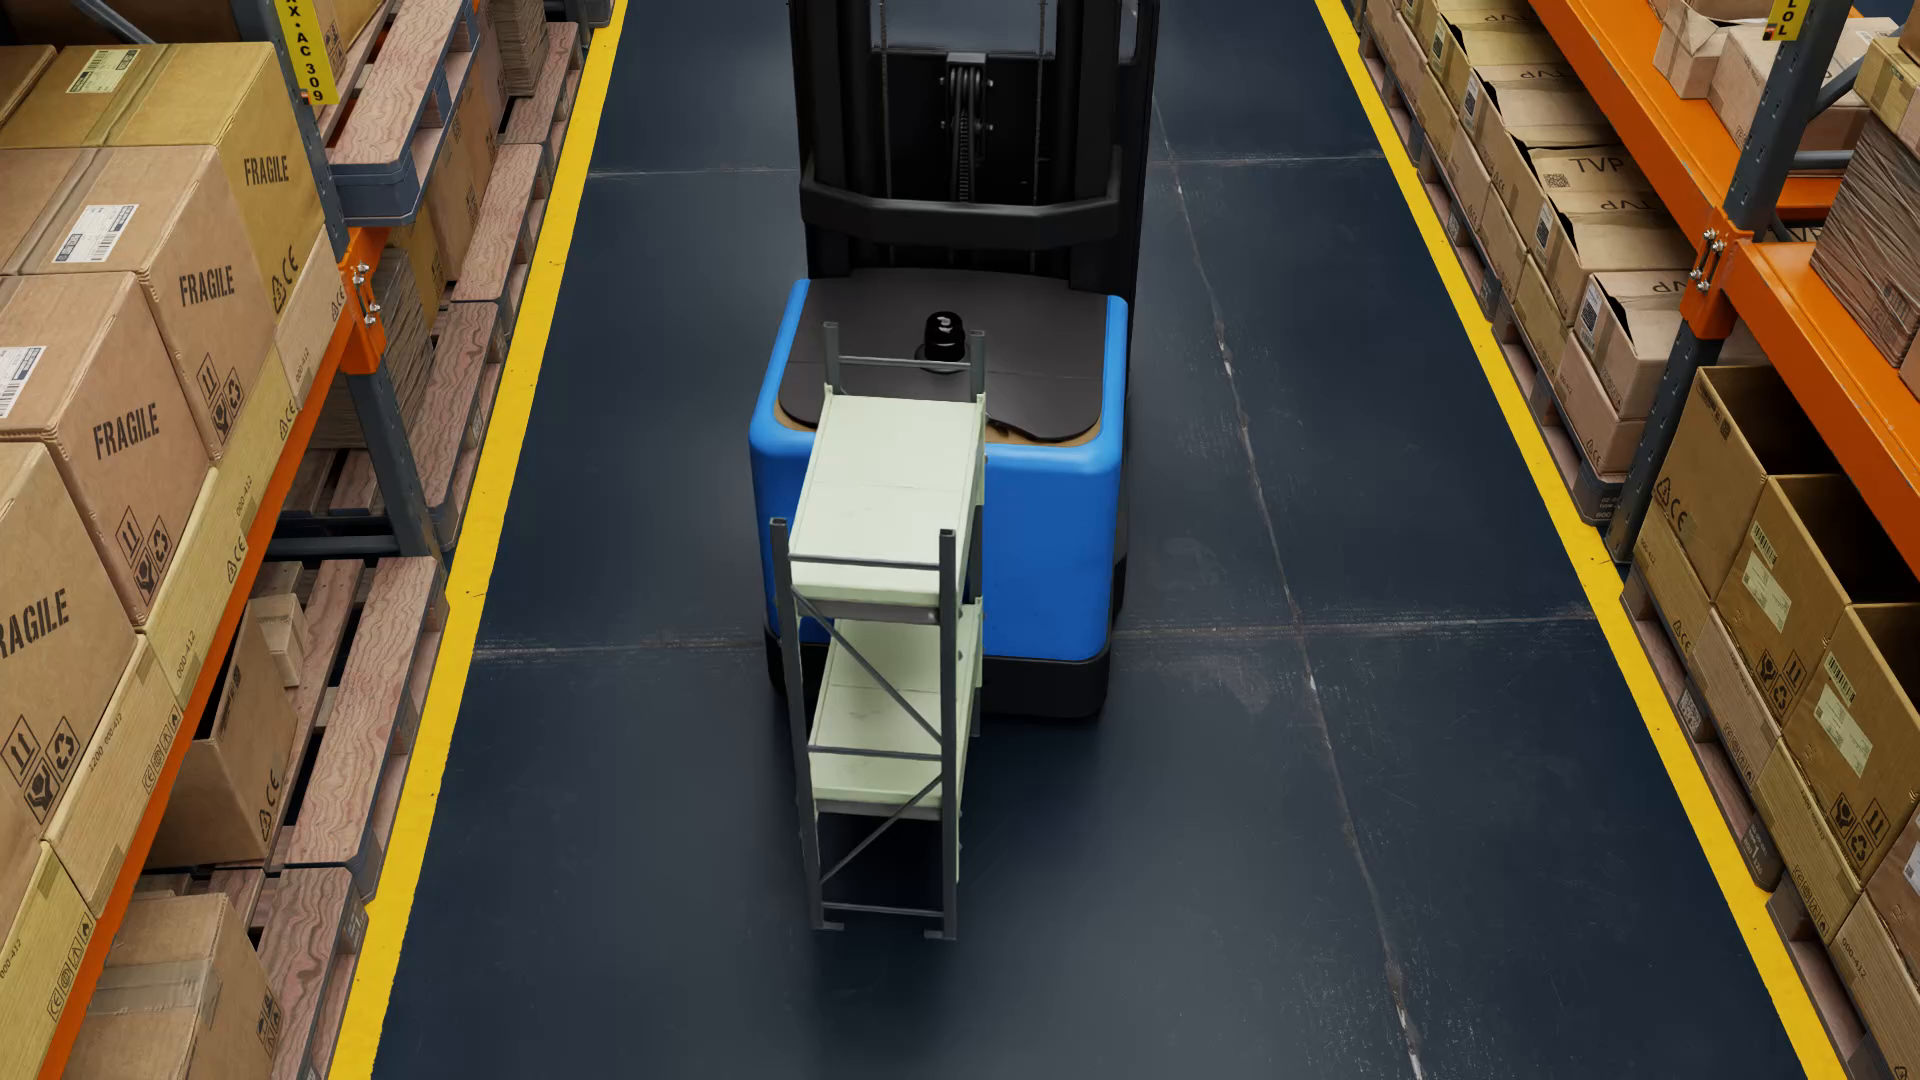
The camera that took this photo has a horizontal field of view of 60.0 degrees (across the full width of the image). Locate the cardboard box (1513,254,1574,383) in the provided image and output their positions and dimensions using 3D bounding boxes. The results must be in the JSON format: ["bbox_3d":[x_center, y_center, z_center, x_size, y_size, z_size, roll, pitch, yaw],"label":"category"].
[{"bbox_3d":[2.396,-0.828,6.158,0.500,0.250,0.500,-2,43,-2],"label":"cardboard box"}]

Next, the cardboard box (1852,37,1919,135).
[{"bbox_3d":[2.540,-1.163,4.245,0.380,0.149,0.250,-2,43,-2],"label":"cardboard box"}]

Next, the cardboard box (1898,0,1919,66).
[{"bbox_3d":[2.748,-1.289,3.903,0.700,0.500,0.500,-1,43,-2],"label":"cardboard box"}]

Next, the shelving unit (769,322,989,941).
[{"bbox_3d":[-0.174,0.278,4.336,0.431,1.500,0.755,4,43,4],"label":"shelving unit"}]

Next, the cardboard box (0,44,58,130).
[{"bbox_3d":[-2.415,-0.834,3.982,0.500,0.500,0.500,-3,43,-3],"label":"cardboard box"}]

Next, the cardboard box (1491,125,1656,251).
[{"bbox_3d":[2.372,-1.375,6.339,0.500,0.311,0.500,-2,43,-2],"label":"cardboard box"}]

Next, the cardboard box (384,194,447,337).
[{"bbox_3d":[-2.347,-1.014,6.160,0.700,0.500,0.500,-2,43,-3],"label":"cardboard box"}]

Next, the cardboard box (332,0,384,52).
[{"bbox_3d":[-2.231,-1.850,5.149,0.700,0.500,0.500,2,43,3],"label":"cardboard box"}]

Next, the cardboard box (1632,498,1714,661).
[{"bbox_3d":[2.439,0.107,5.138,0.500,0.250,0.500,-2,43,-2],"label":"cardboard box"}]

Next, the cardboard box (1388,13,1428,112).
[{"bbox_3d":[2.304,-2.214,7.670,0.500,0.250,0.500,-3,43,-3],"label":"cardboard box"}]

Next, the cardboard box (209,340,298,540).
[{"bbox_3d":[-1.891,-0.233,3.881,0.500,0.250,0.500,-1,43,-2],"label":"cardboard box"}]

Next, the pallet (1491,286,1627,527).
[{"bbox_3d":[2.652,-0.542,6.185,1.003,0.211,1.213,-2,43,-2],"label":"pallet"}]

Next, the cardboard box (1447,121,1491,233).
[{"bbox_3d":[2.353,-1.517,6.909,0.500,0.250,0.500,-1,43,-1],"label":"cardboard box"}]

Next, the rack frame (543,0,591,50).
[{"bbox_3d":[-2.396,-3.629,7.490,1.000,3.000,0.127,-2,43,-2],"label":"rack frame"}]

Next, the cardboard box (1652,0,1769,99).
[{"bbox_3d":[2.502,-1.612,5.389,0.396,0.266,0.258,-3,43,-3],"label":"cardboard box"}]

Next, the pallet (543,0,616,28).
[{"bbox_3d":[-2.355,-3.136,9.015,1.003,0.211,1.213,-2,43,-2],"label":"pallet"}]

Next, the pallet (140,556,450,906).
[{"bbox_3d":[-2.163,0.551,4.992,1.003,0.211,1.213,-2,43,-2],"label":"pallet"}]

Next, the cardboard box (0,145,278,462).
[{"bbox_3d":[-1.871,-0.511,3.628,0.500,0.500,0.500,-2,43,-2],"label":"cardboard box"}]

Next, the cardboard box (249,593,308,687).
[{"bbox_3d":[-2.174,0.314,4.959,0.380,0.166,0.250,-7,43,-7],"label":"cardboard box"}]

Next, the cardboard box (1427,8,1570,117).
[{"bbox_3d":[2.332,-2.061,7.088,0.500,0.311,0.500,-3,43,-3],"label":"cardboard box"}]

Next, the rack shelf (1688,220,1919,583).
[{"bbox_3d":[2.807,0.542,3.472,1.077,0.370,4.000,-2,43,-2],"label":"rack shelf"}]

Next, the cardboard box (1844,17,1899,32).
[{"bbox_3d":[2.889,-1.585,5.445,0.380,0.149,0.250,-2,43,-2],"label":"cardboard box"}]

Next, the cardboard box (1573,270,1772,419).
[{"bbox_3d":[2.419,-0.687,5.589,0.500,0.311,0.500,-2,43,-2],"label":"cardboard box"}]

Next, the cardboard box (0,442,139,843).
[{"bbox_3d":[-1.837,0.181,2.874,0.500,0.500,0.500,0,43,0],"label":"cardboard box"}]

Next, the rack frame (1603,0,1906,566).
[{"bbox_3d":[2.723,-1.074,4.702,1.000,3.000,0.127,-2,43,-2],"label":"rack frame"}]

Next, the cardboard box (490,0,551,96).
[{"bbox_3d":[-2.314,-2.386,7.657,0.700,0.500,0.500,-1,43,-1],"label":"cardboard box"}]

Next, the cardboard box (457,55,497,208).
[{"bbox_3d":[-2.359,-1.700,6.909,0.700,0.500,0.500,-2,43,-2],"label":"cardboard box"}]

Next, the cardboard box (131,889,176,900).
[{"bbox_3d":[-2.179,1.040,4.180,0.380,0.149,0.250,-5,43,-5],"label":"cardboard box"}]

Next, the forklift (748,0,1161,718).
[{"bbox_3d":[0.065,-1.532,5.252,1.130,2.935,3.031,4,43,4],"label":"forklift"}]

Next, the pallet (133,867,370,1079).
[{"bbox_3d":[-2.108,1.377,4.092,1.003,0.211,1.213,-2,43,-2],"label":"pallet"}]

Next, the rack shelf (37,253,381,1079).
[{"bbox_3d":[-2.142,0.686,3.314,1.077,0.370,4.000,-2,43,-2],"label":"rack shelf"}]

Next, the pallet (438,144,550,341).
[{"bbox_3d":[-2.316,-1.252,6.960,1.003,0.211,1.213,-2,43,-2],"label":"pallet"}]

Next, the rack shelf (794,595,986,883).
[{"bbox_3d":[-0.174,0.519,4.557,0.431,0.370,0.720,4,43,4],"label":"rack shelf"}]

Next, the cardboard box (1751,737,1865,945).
[{"bbox_3d":[2.472,0.782,4.401,0.500,0.250,0.500,-2,43,-2],"label":"cardboard box"}]

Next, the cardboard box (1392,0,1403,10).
[{"bbox_3d":[2.281,-2.760,7.850,0.500,0.311,0.500,0,43,0],"label":"cardboard box"}]

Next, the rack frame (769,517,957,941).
[{"bbox_3d":[-0.209,0.524,4.068,0.400,1.500,0.023,4,43,4],"label":"rack frame"}]

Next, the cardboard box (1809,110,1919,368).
[{"bbox_3d":[2.748,-0.811,4.341,0.700,0.500,0.500,-3,43,-3],"label":"cardboard box"}]

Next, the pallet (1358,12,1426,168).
[{"bbox_3d":[2.549,-2.189,7.982,1.003,0.211,1.213,-2,43,-2],"label":"pallet"}]

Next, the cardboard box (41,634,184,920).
[{"bbox_3d":[-1.831,0.445,3.141,0.500,0.250,0.500,-1,43,-1],"label":"cardboard box"}]

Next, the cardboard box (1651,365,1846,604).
[{"bbox_3d":[2.429,-0.169,4.884,0.500,0.500,0.500,-2,43,-2],"label":"cardboard box"}]

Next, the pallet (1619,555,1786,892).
[{"bbox_3d":[2.714,0.492,5.057,1.003,0.211,1.213,-2,43,-2],"label":"pallet"}]

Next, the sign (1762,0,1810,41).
[{"bbox_3d":[2.181,-1.449,4.313,0.100,0.325,0.005,-2,43,-2],"label":"sign"}]

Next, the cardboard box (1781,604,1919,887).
[{"bbox_3d":[2.472,0.506,4.147,0.500,0.500,0.500,-2,43,-2],"label":"cardboard box"}]
